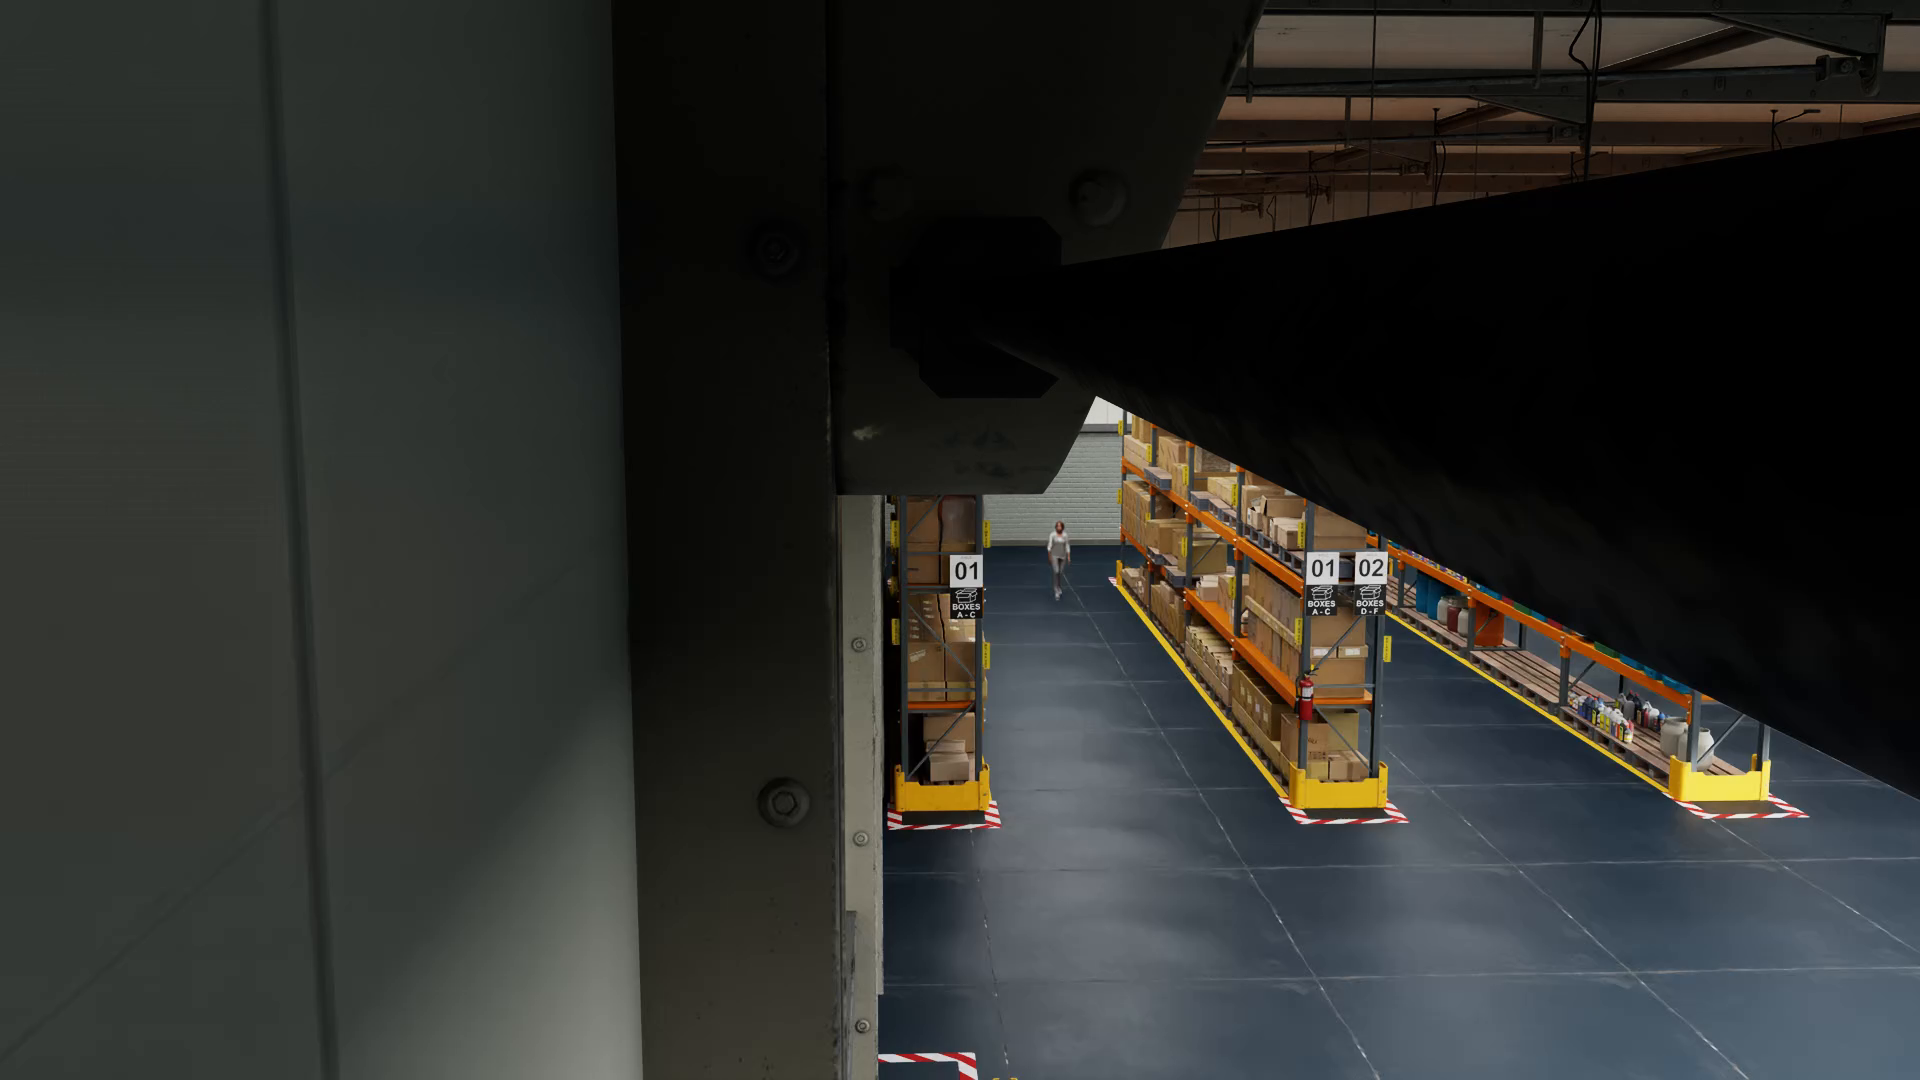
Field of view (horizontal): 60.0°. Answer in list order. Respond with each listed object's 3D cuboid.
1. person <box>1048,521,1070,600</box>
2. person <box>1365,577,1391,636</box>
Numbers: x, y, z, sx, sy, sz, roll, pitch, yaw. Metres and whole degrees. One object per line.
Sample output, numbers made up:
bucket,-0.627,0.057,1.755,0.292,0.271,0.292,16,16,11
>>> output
person,2.085,0.405,34.893,0.439,1.620,0.695,-2,9,-10
person,7.283,1.193,29.273,0.649,1.677,1.044,0,8,-3
